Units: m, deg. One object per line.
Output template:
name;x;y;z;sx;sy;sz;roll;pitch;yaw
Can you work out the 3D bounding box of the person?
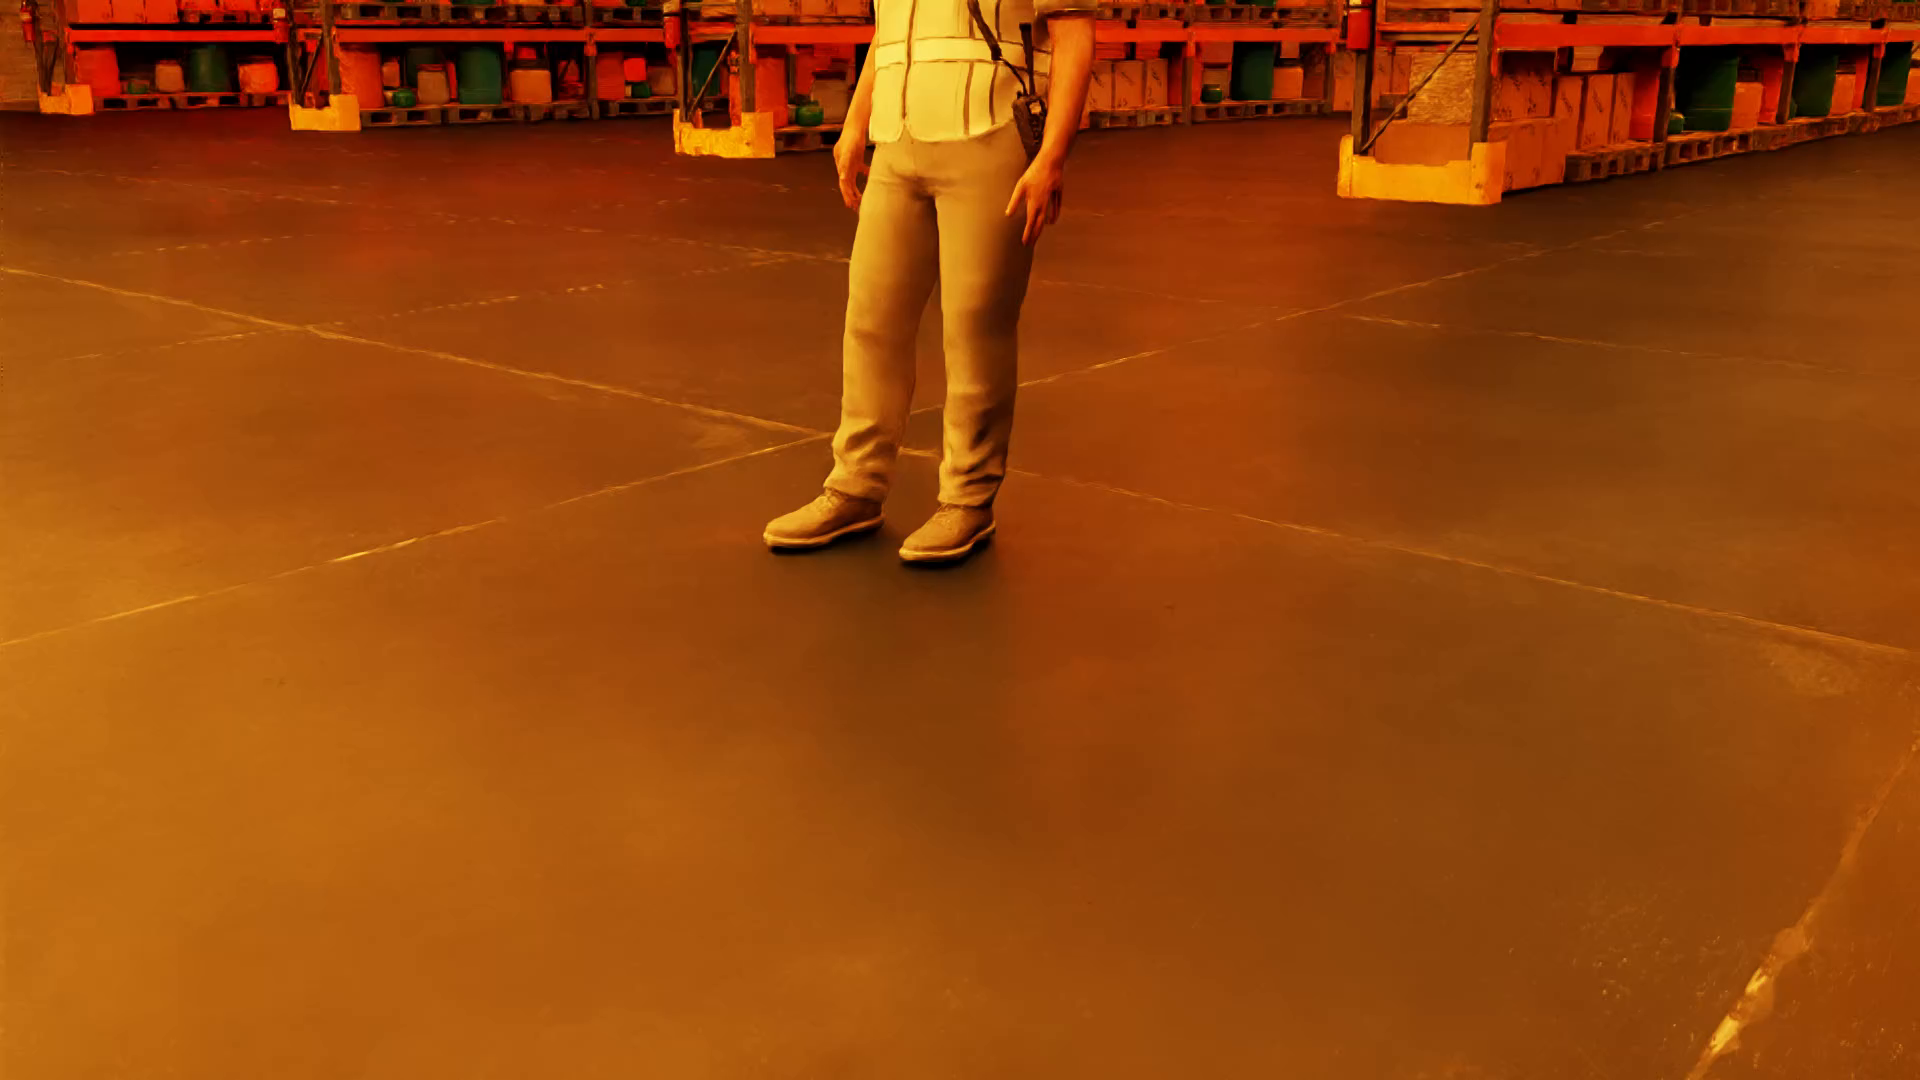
person;-0.059;-0.845;3.631;0.640;1.781;0.574;13;21;37
